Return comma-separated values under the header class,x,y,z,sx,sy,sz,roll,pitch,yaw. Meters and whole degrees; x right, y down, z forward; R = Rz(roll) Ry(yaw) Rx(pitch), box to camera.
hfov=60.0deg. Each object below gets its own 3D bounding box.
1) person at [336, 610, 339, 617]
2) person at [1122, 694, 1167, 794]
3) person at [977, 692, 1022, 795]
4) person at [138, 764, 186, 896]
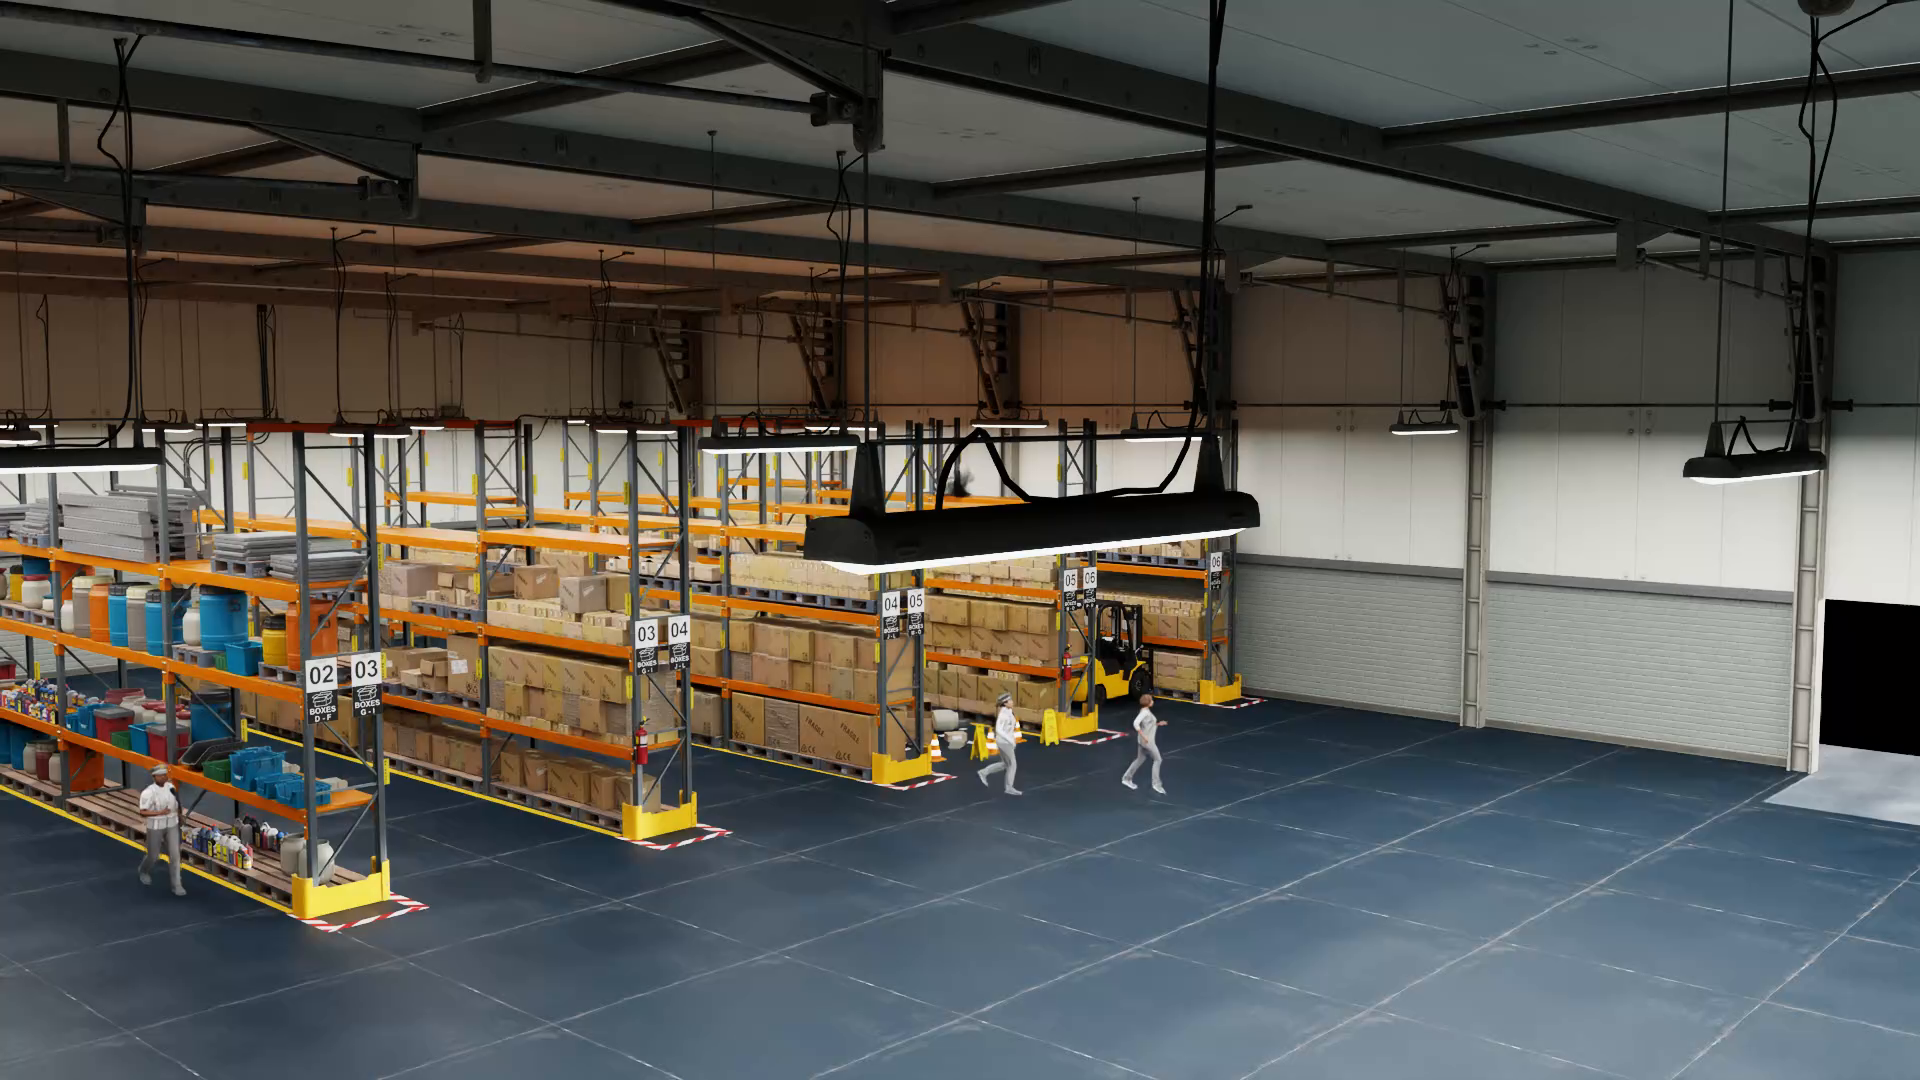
class,x,y,z,sx,sy,sz,roll,pitch,yaw
person,-14.412,2.415,37.862,0.750,1.636,0.548,1,5,15
person,3.007,3.315,27.036,0.741,1.642,0.510,0,5,-4
person,0.656,3.293,26.986,0.711,1.690,0.635,0,5,4
person,-10.319,3.713,21.504,0.929,1.676,0.581,4,6,40
